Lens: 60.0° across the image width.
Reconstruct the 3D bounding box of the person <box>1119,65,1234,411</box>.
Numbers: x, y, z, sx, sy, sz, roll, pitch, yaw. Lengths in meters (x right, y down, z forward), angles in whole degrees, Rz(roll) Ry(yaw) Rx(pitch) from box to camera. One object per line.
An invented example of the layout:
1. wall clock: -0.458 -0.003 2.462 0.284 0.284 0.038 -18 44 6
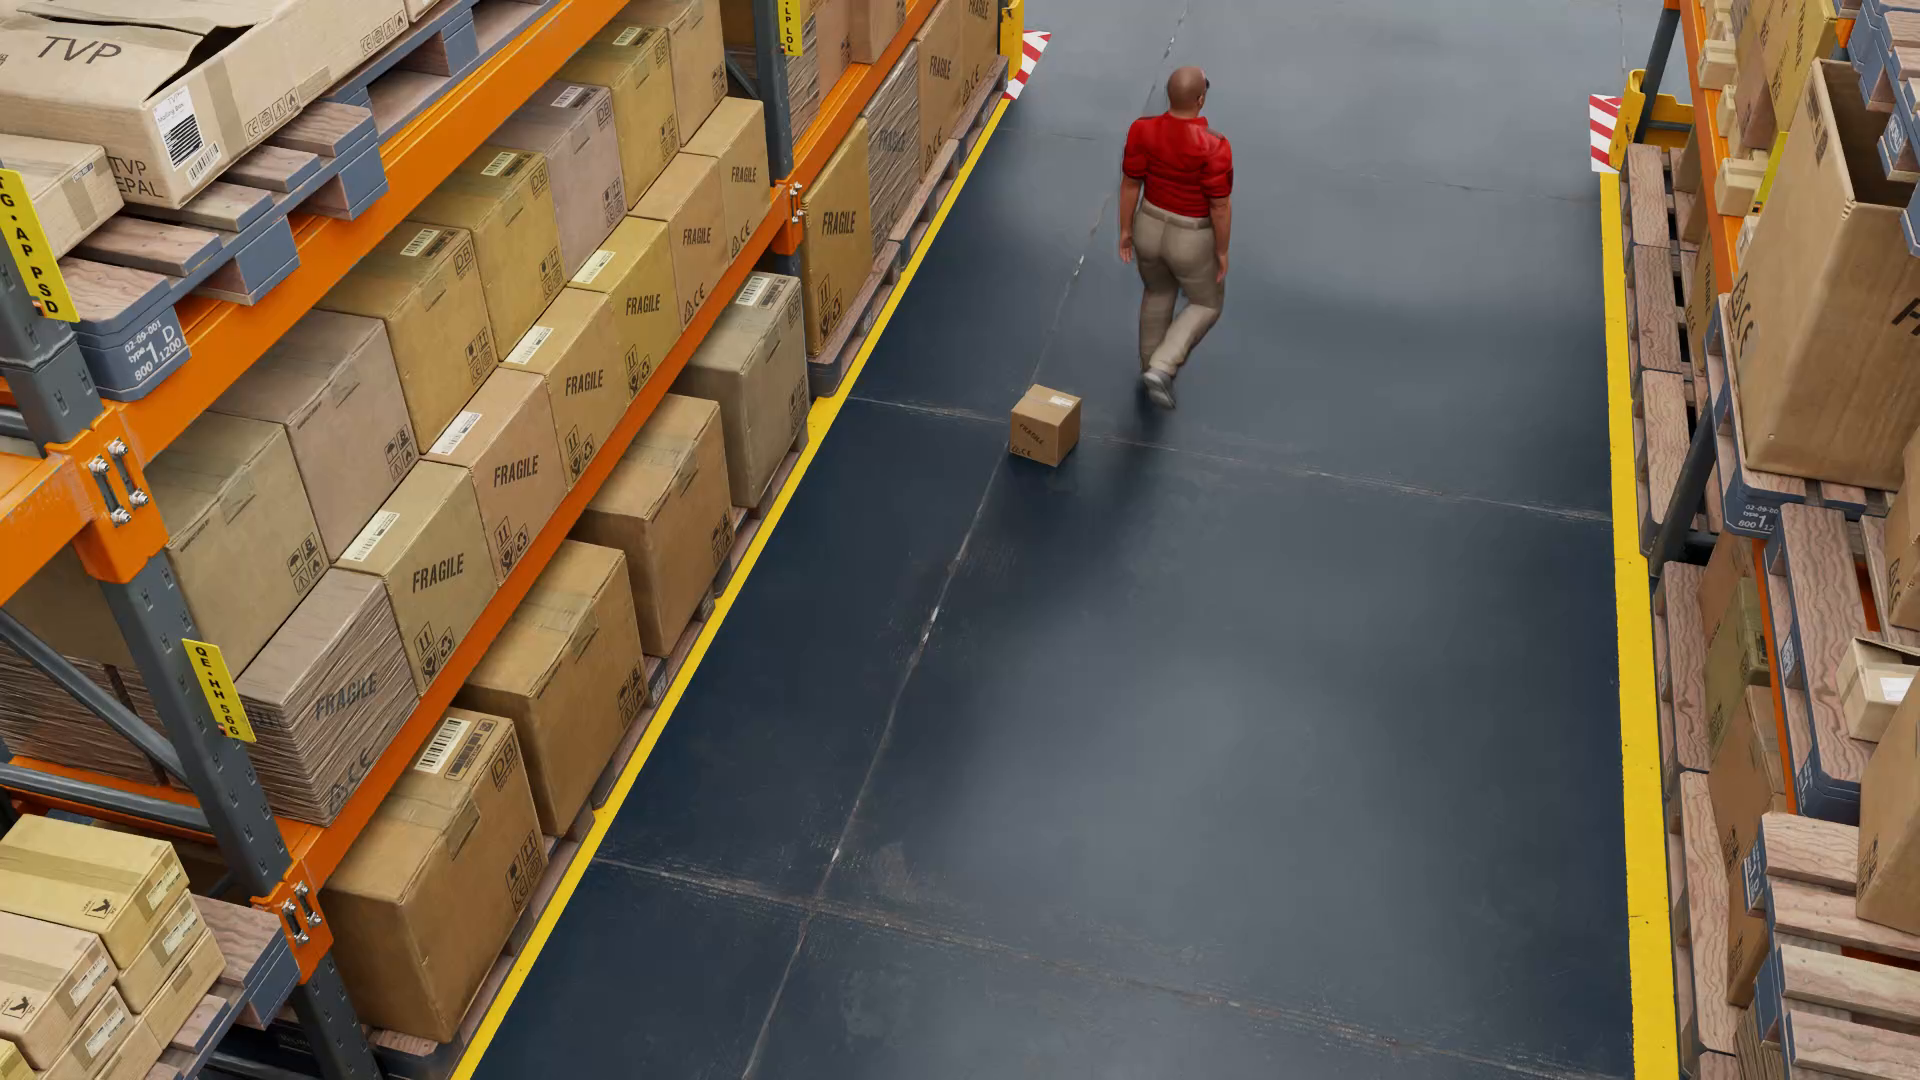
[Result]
1. person: 0.992 -1.396 7.761 0.547 1.709 0.661 23 46 25
